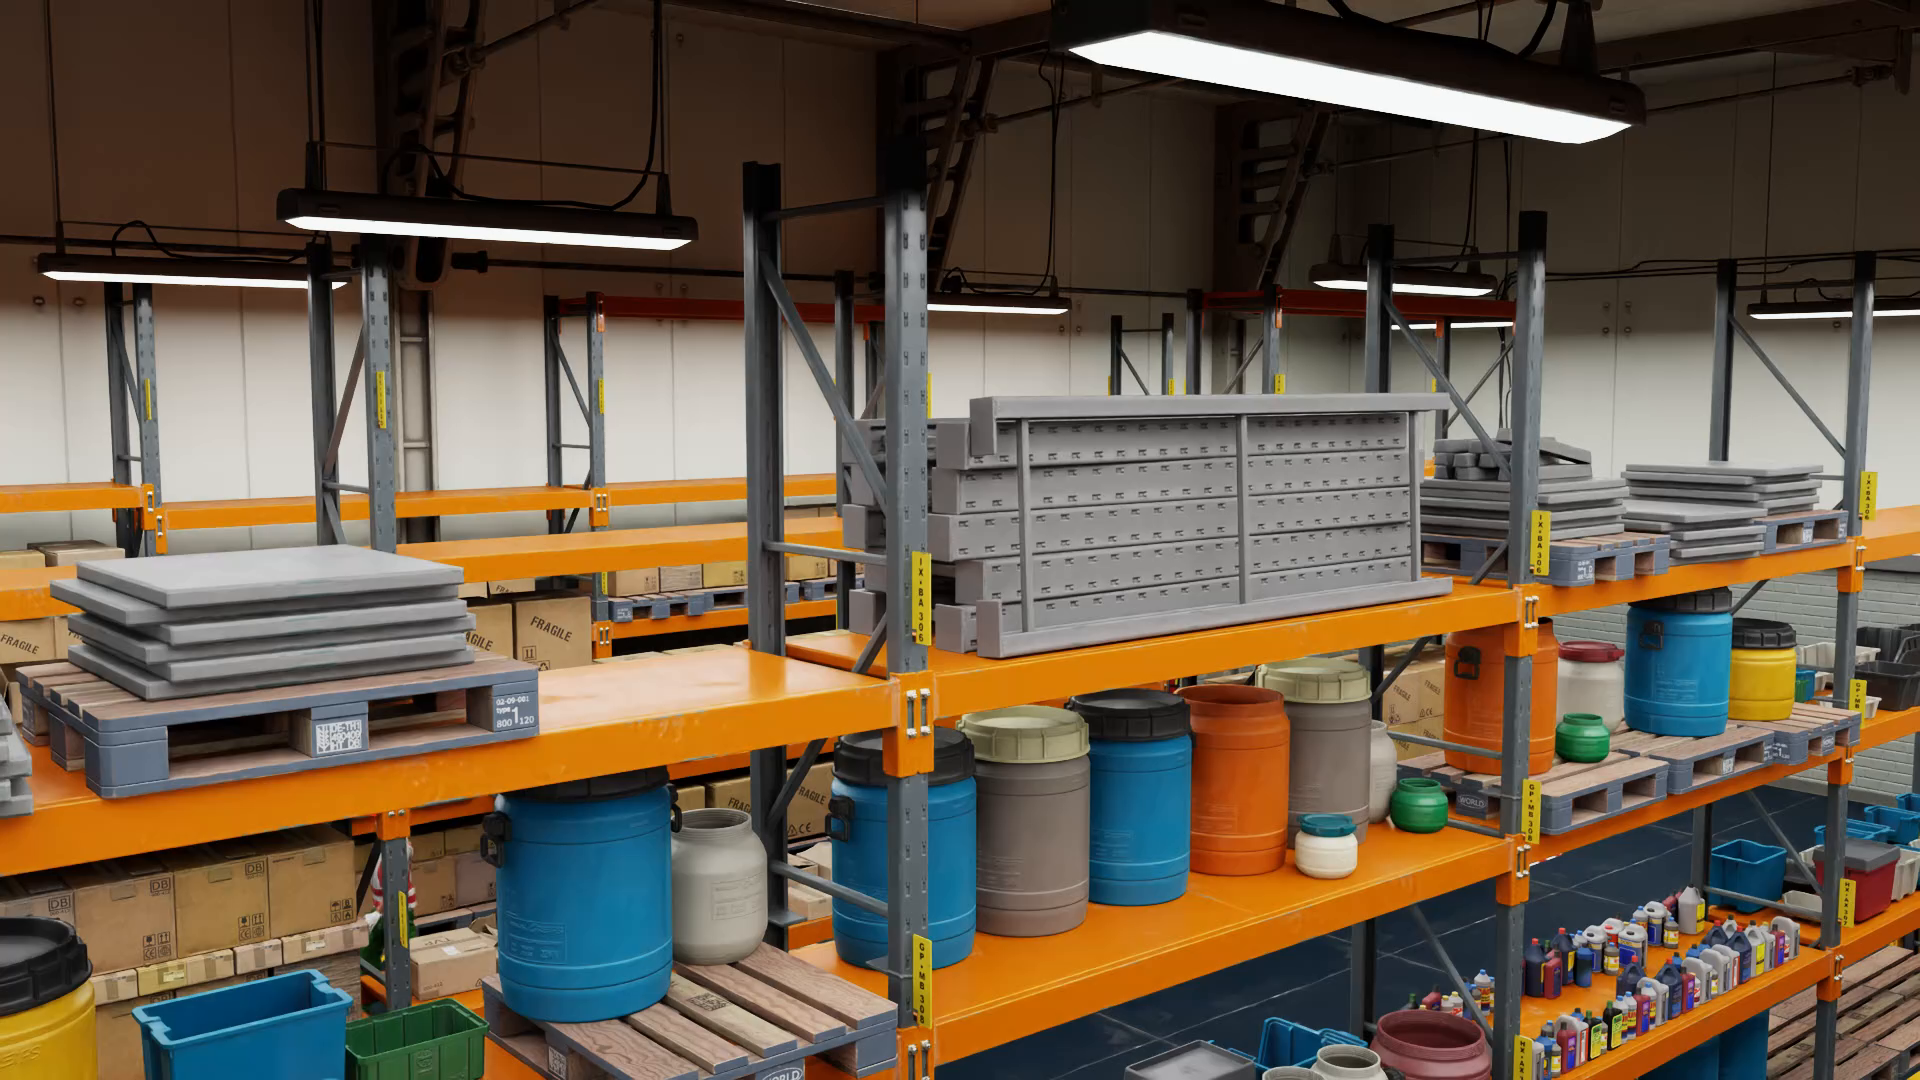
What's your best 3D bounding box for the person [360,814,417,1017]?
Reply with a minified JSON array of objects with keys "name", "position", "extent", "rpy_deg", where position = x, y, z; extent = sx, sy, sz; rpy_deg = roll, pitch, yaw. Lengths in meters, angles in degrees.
[{"name":"person","position":[-4.638,3.007,13.352],"extent":[0.772,1.818,0.542],"rpy_deg":[-4,7,-35]}]
